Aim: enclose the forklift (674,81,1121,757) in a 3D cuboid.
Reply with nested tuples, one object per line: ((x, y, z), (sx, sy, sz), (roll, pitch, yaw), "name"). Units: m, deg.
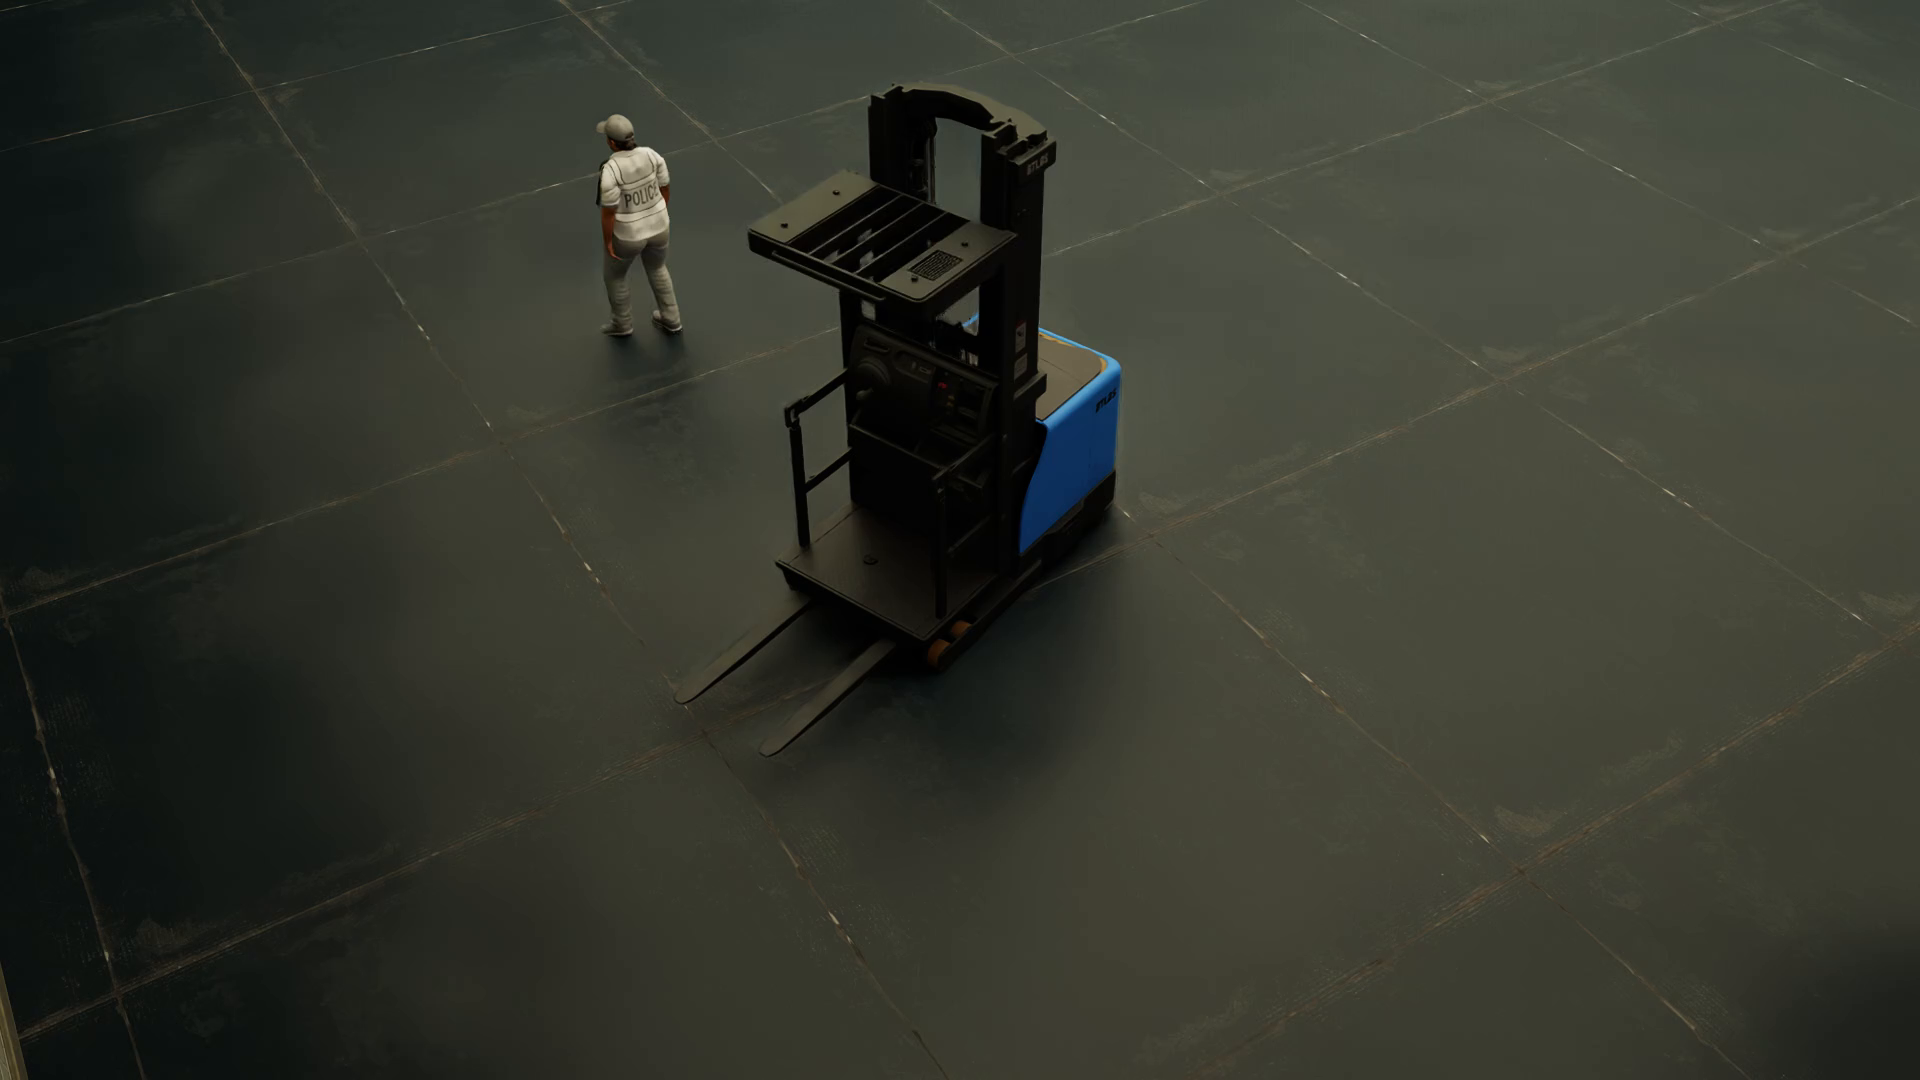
((-0.337, -0.753, 8.732), (1.130, 2.935, 3.031), (26, 48, 27), "forklift")

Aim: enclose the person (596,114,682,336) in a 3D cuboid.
((-2.228, -2.123, 11.303), (0.556, 1.700, 0.501), (-30, 49, -30), "person")
